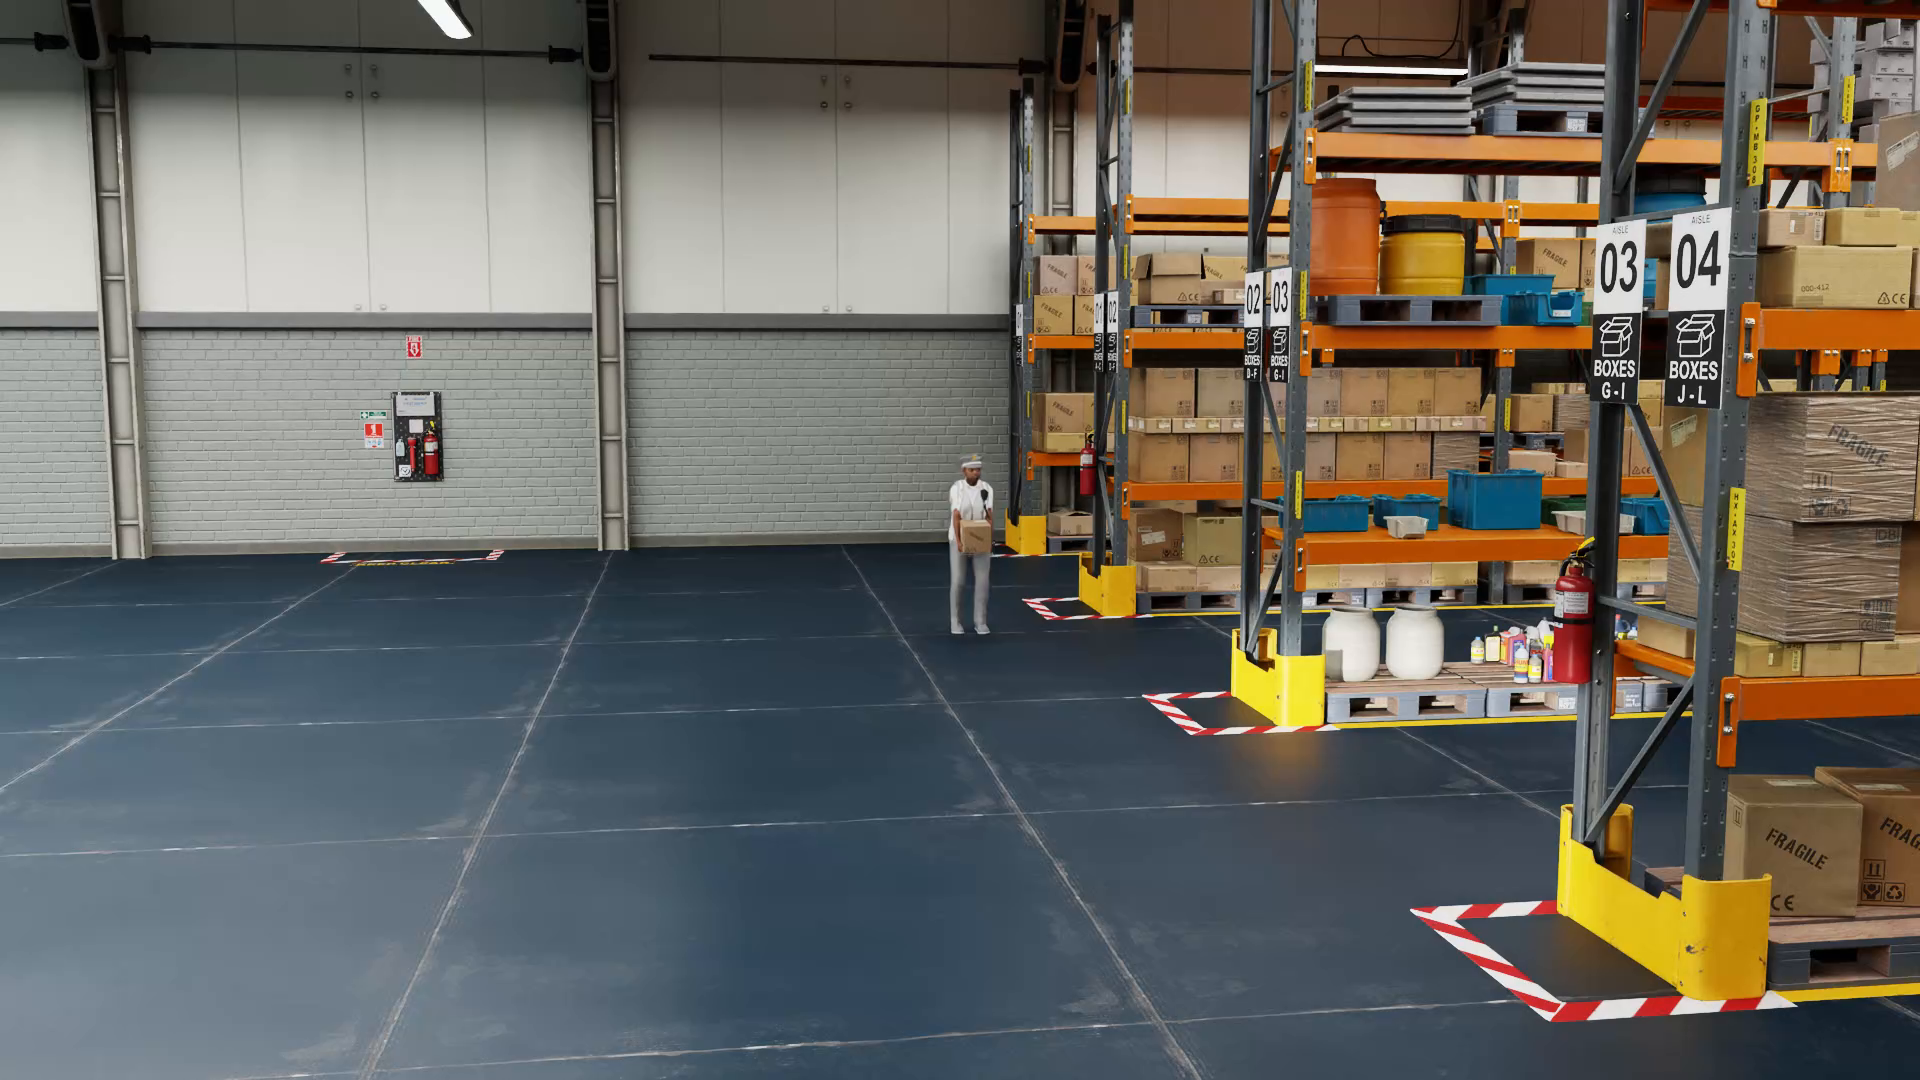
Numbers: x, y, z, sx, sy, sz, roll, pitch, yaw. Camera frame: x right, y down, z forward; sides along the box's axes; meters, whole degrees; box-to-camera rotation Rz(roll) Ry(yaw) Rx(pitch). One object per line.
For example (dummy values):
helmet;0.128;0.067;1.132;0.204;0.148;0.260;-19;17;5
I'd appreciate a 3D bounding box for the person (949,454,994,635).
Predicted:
person;0.115;0.038;15.455;0.416;1.685;0.530;-1;7;-10
